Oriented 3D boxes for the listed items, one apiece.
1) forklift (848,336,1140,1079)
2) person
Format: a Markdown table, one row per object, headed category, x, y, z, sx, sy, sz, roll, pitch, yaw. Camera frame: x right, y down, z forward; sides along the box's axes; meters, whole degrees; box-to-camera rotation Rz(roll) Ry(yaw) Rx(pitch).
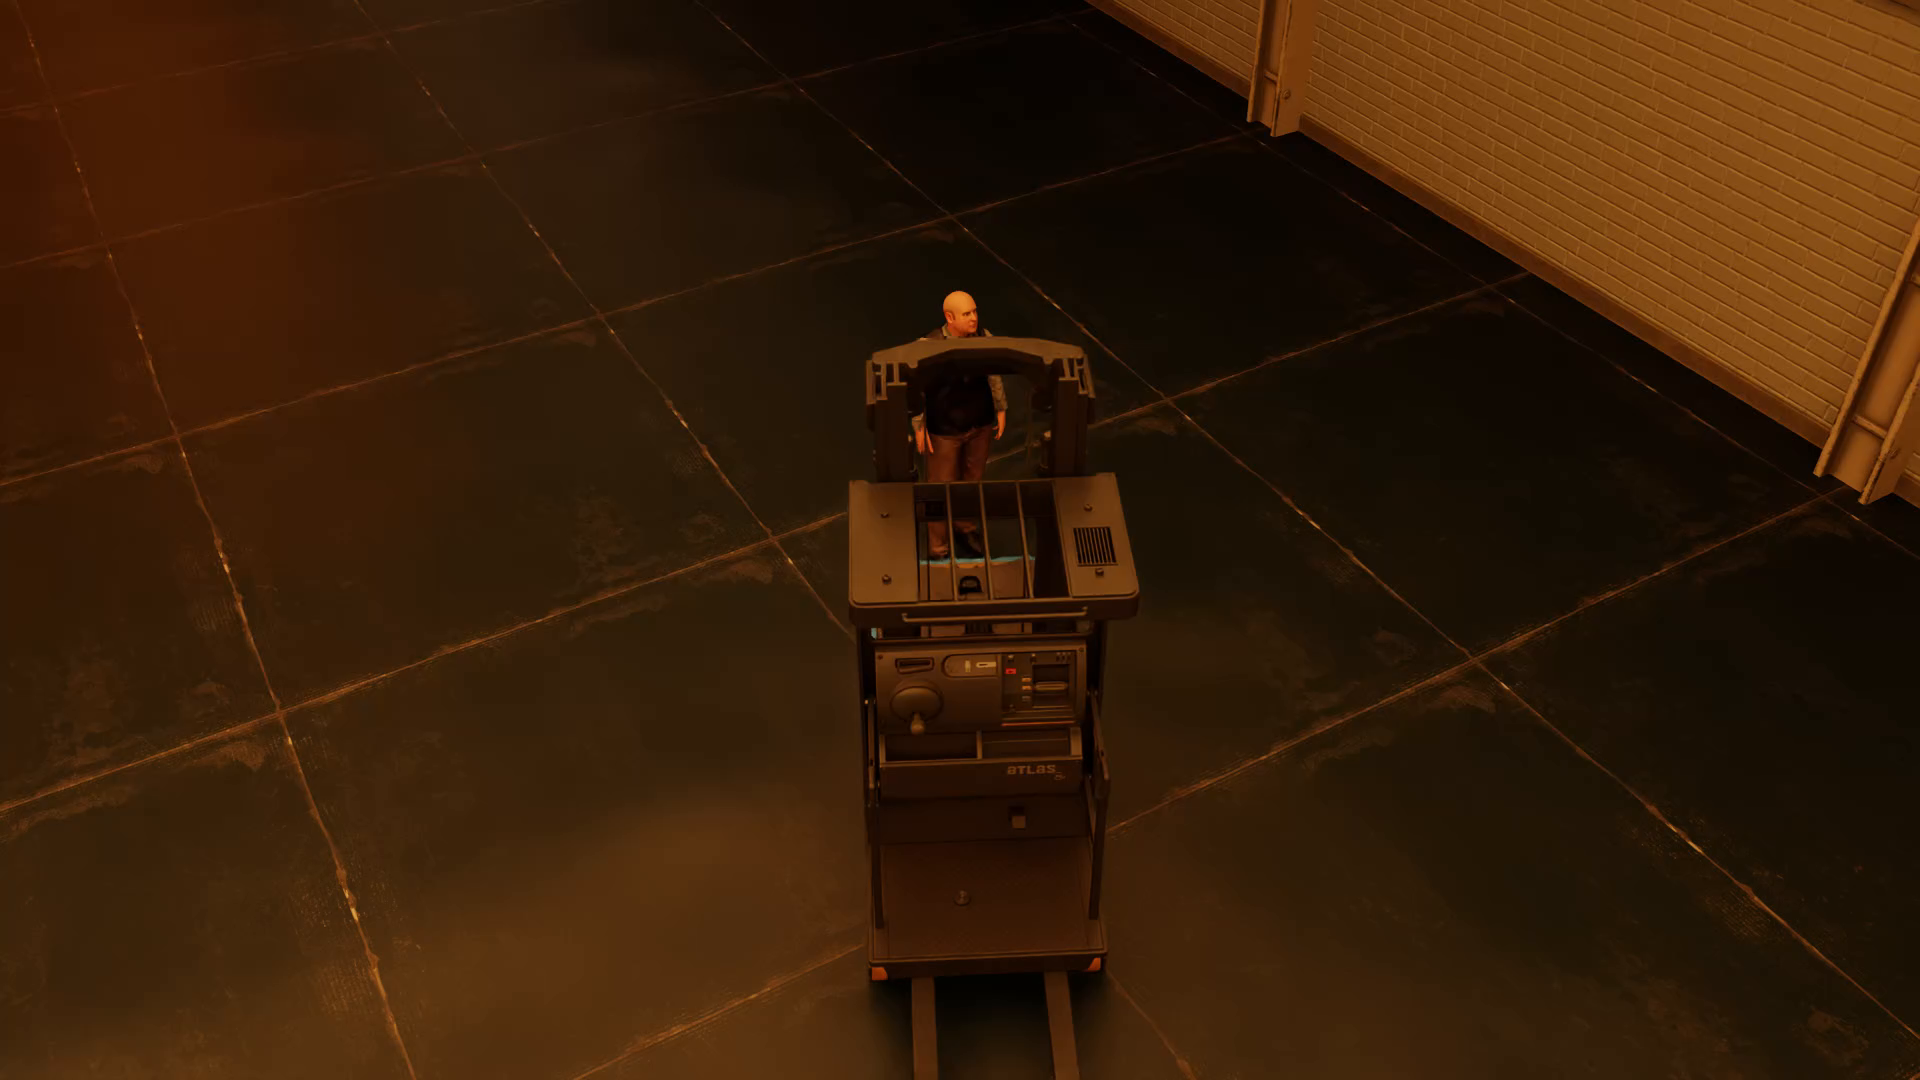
| category | x | y | z | sx | sy | sz | roll | pitch | yaw |
| --- | --- | --- | --- | --- | --- | --- | --- | --- | --- |
| forklift | 0.107 | 0.727 | 7.159 | 1.130 | 2.935 | 3.031 | -2 | 40 | -2 |
| person | 0.024 | -0.631 | 9.734 | 0.632 | 1.720 | 0.568 | -20 | 44 | -23 |
